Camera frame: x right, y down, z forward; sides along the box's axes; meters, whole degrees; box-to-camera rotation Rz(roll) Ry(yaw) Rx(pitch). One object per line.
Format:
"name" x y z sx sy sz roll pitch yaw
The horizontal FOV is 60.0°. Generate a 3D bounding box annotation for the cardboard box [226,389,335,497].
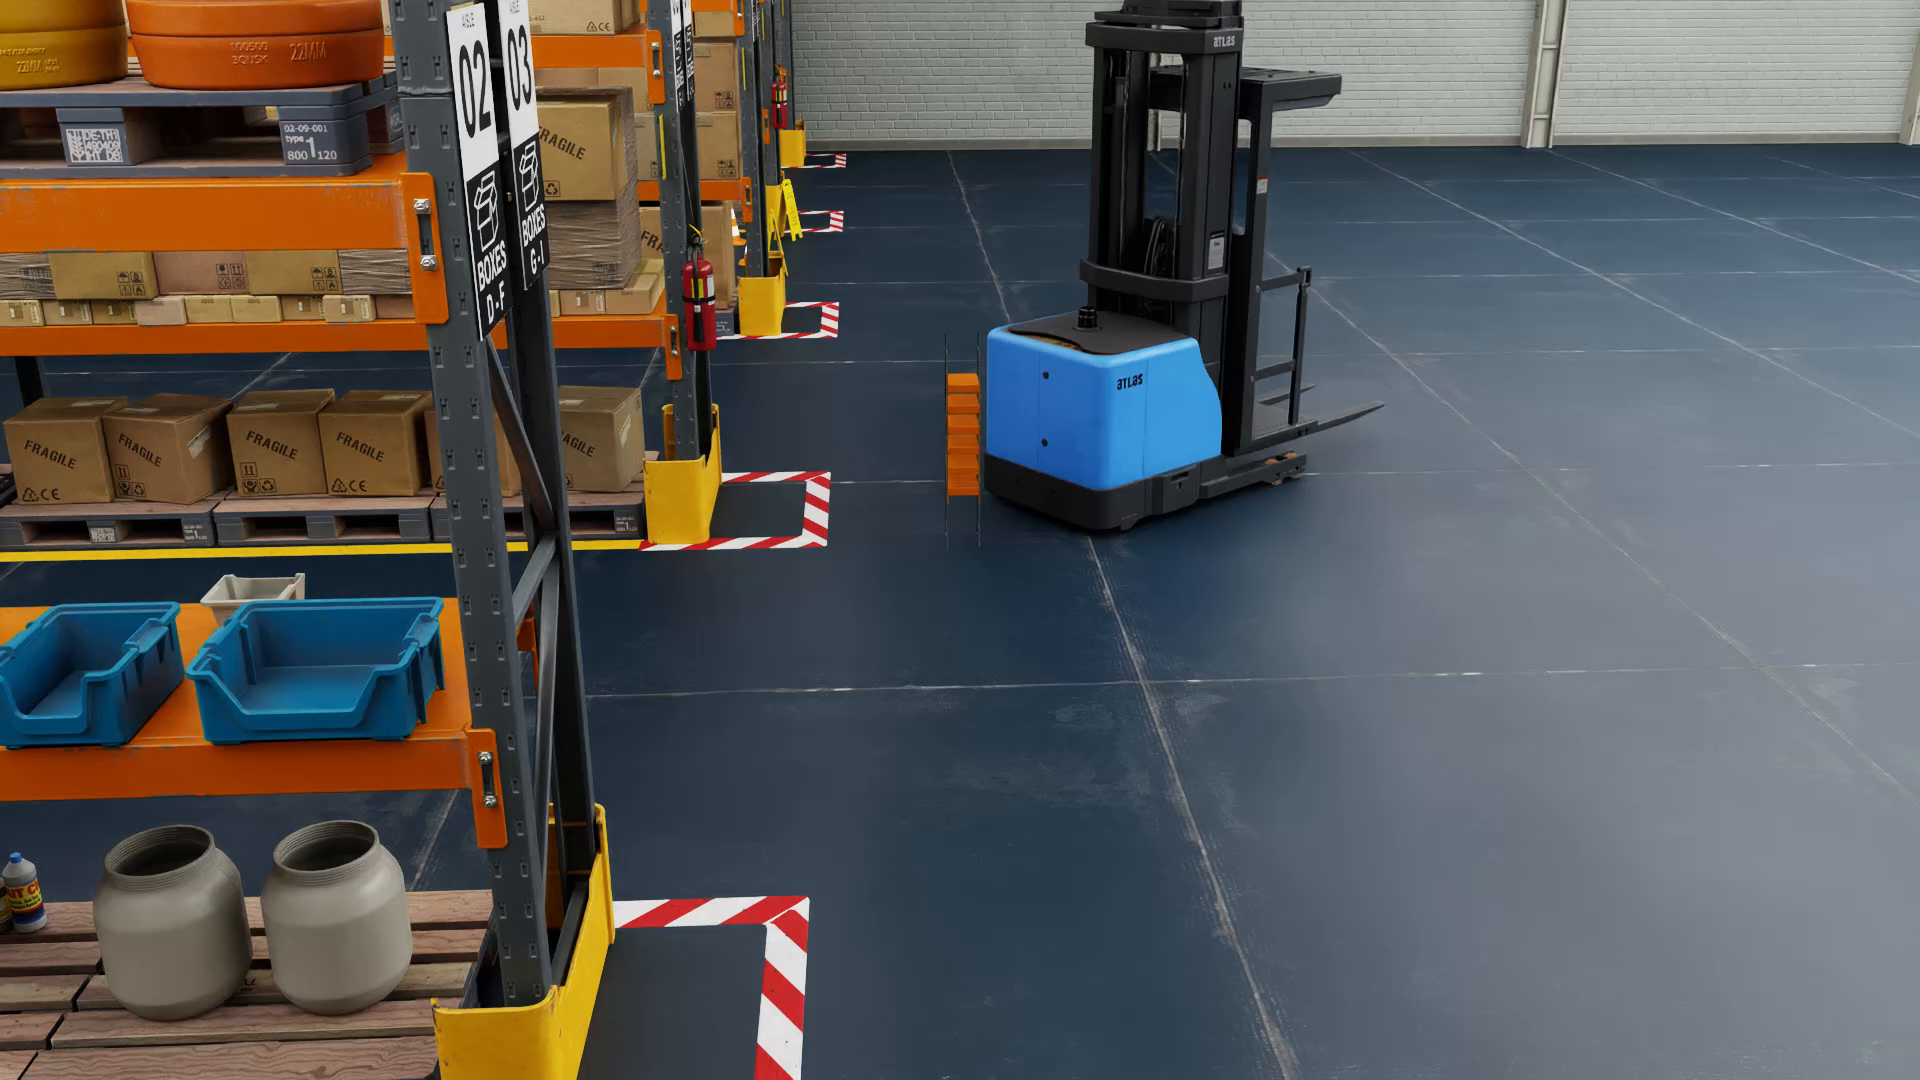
"cardboard box" -3.987 -0.581 9.855 0.500 0.500 0.500 -3 21 -8

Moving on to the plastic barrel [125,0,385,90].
"plastic barrel" -1.777 -1.570 4.120 0.708 0.830 0.600 -1 21 -3

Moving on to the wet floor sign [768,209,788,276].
"wet floor sign" -1.849 -2.953 16.471 0.232 0.644 0.267 -5 21 -12

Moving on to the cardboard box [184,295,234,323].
"cardboard box" -4.097 -1.319 9.222 0.250 0.149 0.380 -1 21 -3

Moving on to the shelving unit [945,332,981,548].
"shelving unit" 0.014 -0.561 9.408 0.189 1.200 0.258 -1 21 -3

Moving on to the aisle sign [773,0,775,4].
"aisle sign" -2.104 -6.432 18.647 0.004 0.787 0.394 -1 21 -3

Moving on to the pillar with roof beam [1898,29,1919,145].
"pillar with roof beam" 15.035 -8.815 20.128 0.400 9.000 9.100 -1 21 -3

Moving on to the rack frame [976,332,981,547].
"rack frame" 0.106 -0.563 9.413 0.006 1.200 0.240 -1 21 -3

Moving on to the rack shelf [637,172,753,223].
"rack shelf" -3.761 -2.973 14.225 4.000 0.370 1.077 -1 21 -3

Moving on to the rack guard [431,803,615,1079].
"rack guard" -1.373 1.360 5.346 0.348 0.500 1.175 -1 21 -3

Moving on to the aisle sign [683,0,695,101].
"aisle sign" -1.537 -2.909 9.391 0.004 0.787 0.394 -1 21 -3

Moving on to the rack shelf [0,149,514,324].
"rack shelf" -3.296 -0.851 4.437 4.000 0.370 1.077 -1 21 -3

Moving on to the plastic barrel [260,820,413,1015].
"plastic barrel" -1.952 1.181 5.211 0.421 0.512 0.421 0 21 0

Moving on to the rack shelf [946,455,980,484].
"rack shelf" 0.014 -0.407 9.467 0.180 0.103 0.258 -1 21 -3

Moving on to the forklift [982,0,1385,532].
"forklift" 1.575 -1.837 10.326 3.031 2.935 1.130 -17 27 -38

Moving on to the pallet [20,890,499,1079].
"pallet" -2.184 1.510 5.359 1.213 0.211 1.003 -1 21 -3

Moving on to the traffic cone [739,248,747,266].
"traffic cone" -2.101 -3.066 17.024 0.334 0.463 0.336 -1 21 -3

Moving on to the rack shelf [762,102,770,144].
"rack shelf" -4.145 -4.729 18.838 4.000 0.370 1.077 -1 21 -3

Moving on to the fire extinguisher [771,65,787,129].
"fire extinguisher" -2.007 -4.909 18.407 0.183 0.674 0.296 -1 21 -3

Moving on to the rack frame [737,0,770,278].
"rack frame" -1.764 -3.350 14.204 0.127 3.000 1.000 -1 21 -3

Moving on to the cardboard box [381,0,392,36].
"cardboard box" -3.059 -2.799 8.752 0.500 0.250 0.500 -1 21 -2

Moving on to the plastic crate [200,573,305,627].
"plastic crate" -2.211 0.201 5.249 0.250 0.136 0.298 -1 21 -3

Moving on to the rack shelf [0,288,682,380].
"rack shelf" -3.579 -1.209 9.592 4.000 0.370 1.077 -1 21 -3

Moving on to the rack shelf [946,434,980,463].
"rack shelf" 0.014 -0.520 9.424 0.180 0.103 0.258 -1 21 -3

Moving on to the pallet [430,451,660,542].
"pallet" -2.471 -0.277 10.052 1.213 0.211 1.003 -1 21 -3

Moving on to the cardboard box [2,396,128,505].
"cardboard box" -5.174 -0.527 9.711 0.500 0.500 0.500 -2 21 -5

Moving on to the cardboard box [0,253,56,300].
"cardboard box" -5.123 -1.677 9.253 0.500 0.500 0.875 -1 21 -3

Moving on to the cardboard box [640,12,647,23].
"cardboard box" -3.654 -5.617 18.194 0.500 0.500 0.700 -1 21 -4

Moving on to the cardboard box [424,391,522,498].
"cardboard box" -2.801 -0.583 9.859 0.500 0.500 0.500 4 21 11

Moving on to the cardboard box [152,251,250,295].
"cardboard box" -4.128 -1.721 9.367 0.500 0.500 0.875 -1 21 -3

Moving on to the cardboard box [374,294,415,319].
"cardboard box" -3.102 -1.358 9.325 0.250 0.149 0.380 -1 21 -3

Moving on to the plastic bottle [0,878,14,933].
"plastic bottle" -3.231 1.204 5.557 0.097 0.201 0.097 0 21 0

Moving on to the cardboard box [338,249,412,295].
"cardboard box" -3.127 -1.723 9.371 0.500 0.500 0.875 -1 21 -3

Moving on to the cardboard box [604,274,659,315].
"cardboard box" -1.855 -1.389 9.407 0.250 0.149 0.380 -1 21 -3

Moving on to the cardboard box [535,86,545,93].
"cardboard box" -2.646 -2.317 9.527 0.500 0.500 0.500 -1 21 -3

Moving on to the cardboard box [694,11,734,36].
"cardboard box" -2.645 -5.671 18.337 0.500 0.500 0.700 -2 21 -4

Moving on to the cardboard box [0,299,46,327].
"cardboard box" -5.093 -1.285 9.134 0.250 0.149 0.380 -1 21 -3

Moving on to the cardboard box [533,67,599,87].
"cardboard box" -3.248 -3.924 13.983 0.550 0.550 0.875 -1 21 -3

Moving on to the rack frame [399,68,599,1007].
"rack frame" -1.299 0.174 4.949 0.127 3.000 1.000 -1 21 -3

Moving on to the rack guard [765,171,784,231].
"rack guard" -2.224 -3.936 19.257 0.348 0.500 1.175 -1 21 -3

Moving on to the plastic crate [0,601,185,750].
"plastic crate" -2.431 0.371 4.640 0.408 0.251 0.499 -1 21 -3

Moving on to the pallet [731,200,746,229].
"pallet" -3.037 -3.797 19.299 1.213 0.211 1.003 -1 21 -3

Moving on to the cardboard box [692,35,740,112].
"cardboard box" -2.137 -3.931 14.001 0.550 0.550 0.875 -1 21 -3

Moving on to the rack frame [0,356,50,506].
"rack frame" -5.576 -1.505 9.357 0.127 3.000 1.000 -1 21 -3

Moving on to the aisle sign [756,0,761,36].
"aisle sign" -1.711 -4.673 14.025 0.004 0.787 0.394 -1 21 -3

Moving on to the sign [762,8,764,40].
"sign" -2.136 -5.597 18.036 0.005 0.325 0.100 -1 21 -3

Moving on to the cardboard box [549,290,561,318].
"cardboard box" -2.351 -1.361 9.333 0.250 0.149 0.380 -1 21 -3

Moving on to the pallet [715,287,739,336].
"pallet" -2.558 -2.003 14.584 1.213 0.211 1.003 -1 21 -3

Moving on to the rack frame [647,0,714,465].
"rack frame" -1.582 -1.586 9.570 0.127 3.000 1.000 -1 21 -3

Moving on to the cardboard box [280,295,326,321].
"cardboard box" -3.600 -1.341 9.281 0.250 0.149 0.380 -1 21 -3

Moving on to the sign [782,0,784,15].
"sign" -2.418 -7.328 22.693 0.005 0.325 0.100 -1 21 -3

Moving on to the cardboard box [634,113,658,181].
"cardboard box" -2.680 -3.377 14.065 0.550 0.550 0.875 -1 21 -3

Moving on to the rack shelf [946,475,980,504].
"rack shelf" 0.014 -0.295 9.509 0.180 0.103 0.258 -1 21 -3

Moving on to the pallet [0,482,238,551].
"pallet" -4.907 -0.228 9.922 1.213 0.211 1.003 -1 21 -3

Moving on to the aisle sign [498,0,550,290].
"aisle sign" -1.244 -1.147 4.764 0.004 0.787 0.394 -1 21 -3

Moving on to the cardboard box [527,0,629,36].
"cardboard box" -2.049 -2.817 8.801 0.500 0.250 0.500 -1 21 -2

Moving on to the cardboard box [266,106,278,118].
"cardboard box" -3.615 -2.111 8.986 0.500 0.500 0.500 -1 21 -3

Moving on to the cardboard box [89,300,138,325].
"cardboard box" -4.596 -1.308 9.195 0.250 0.149 0.380 -1 21 -3

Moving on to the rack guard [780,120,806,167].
"rack guard" -2.411 -5.702 23.894 0.348 0.500 1.175 -1 21 -3
